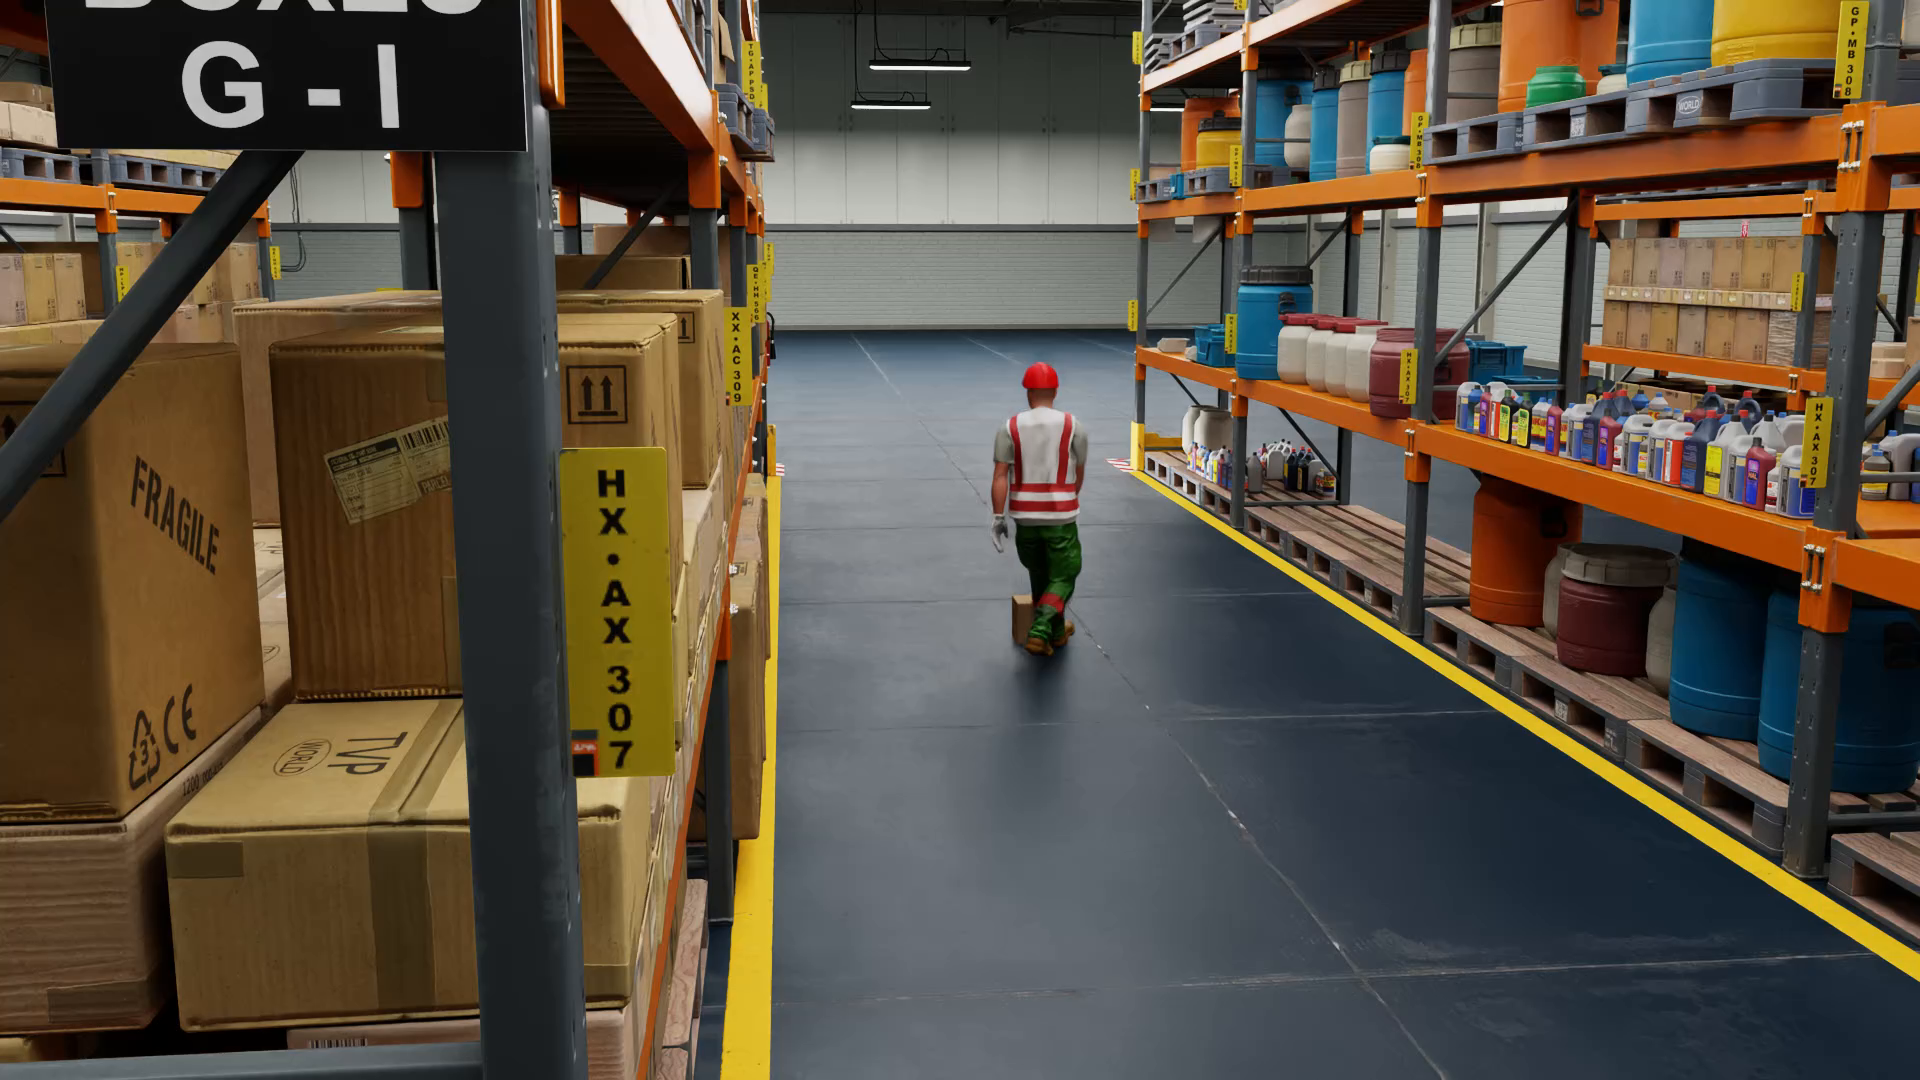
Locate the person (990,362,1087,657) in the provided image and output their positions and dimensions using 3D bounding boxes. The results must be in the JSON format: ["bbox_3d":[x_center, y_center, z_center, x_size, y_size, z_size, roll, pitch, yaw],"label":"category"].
[{"bbox_3d":[0.462,-0.170,9.434,0.506,1.667,0.908,3,10,17],"label":"person"}]
